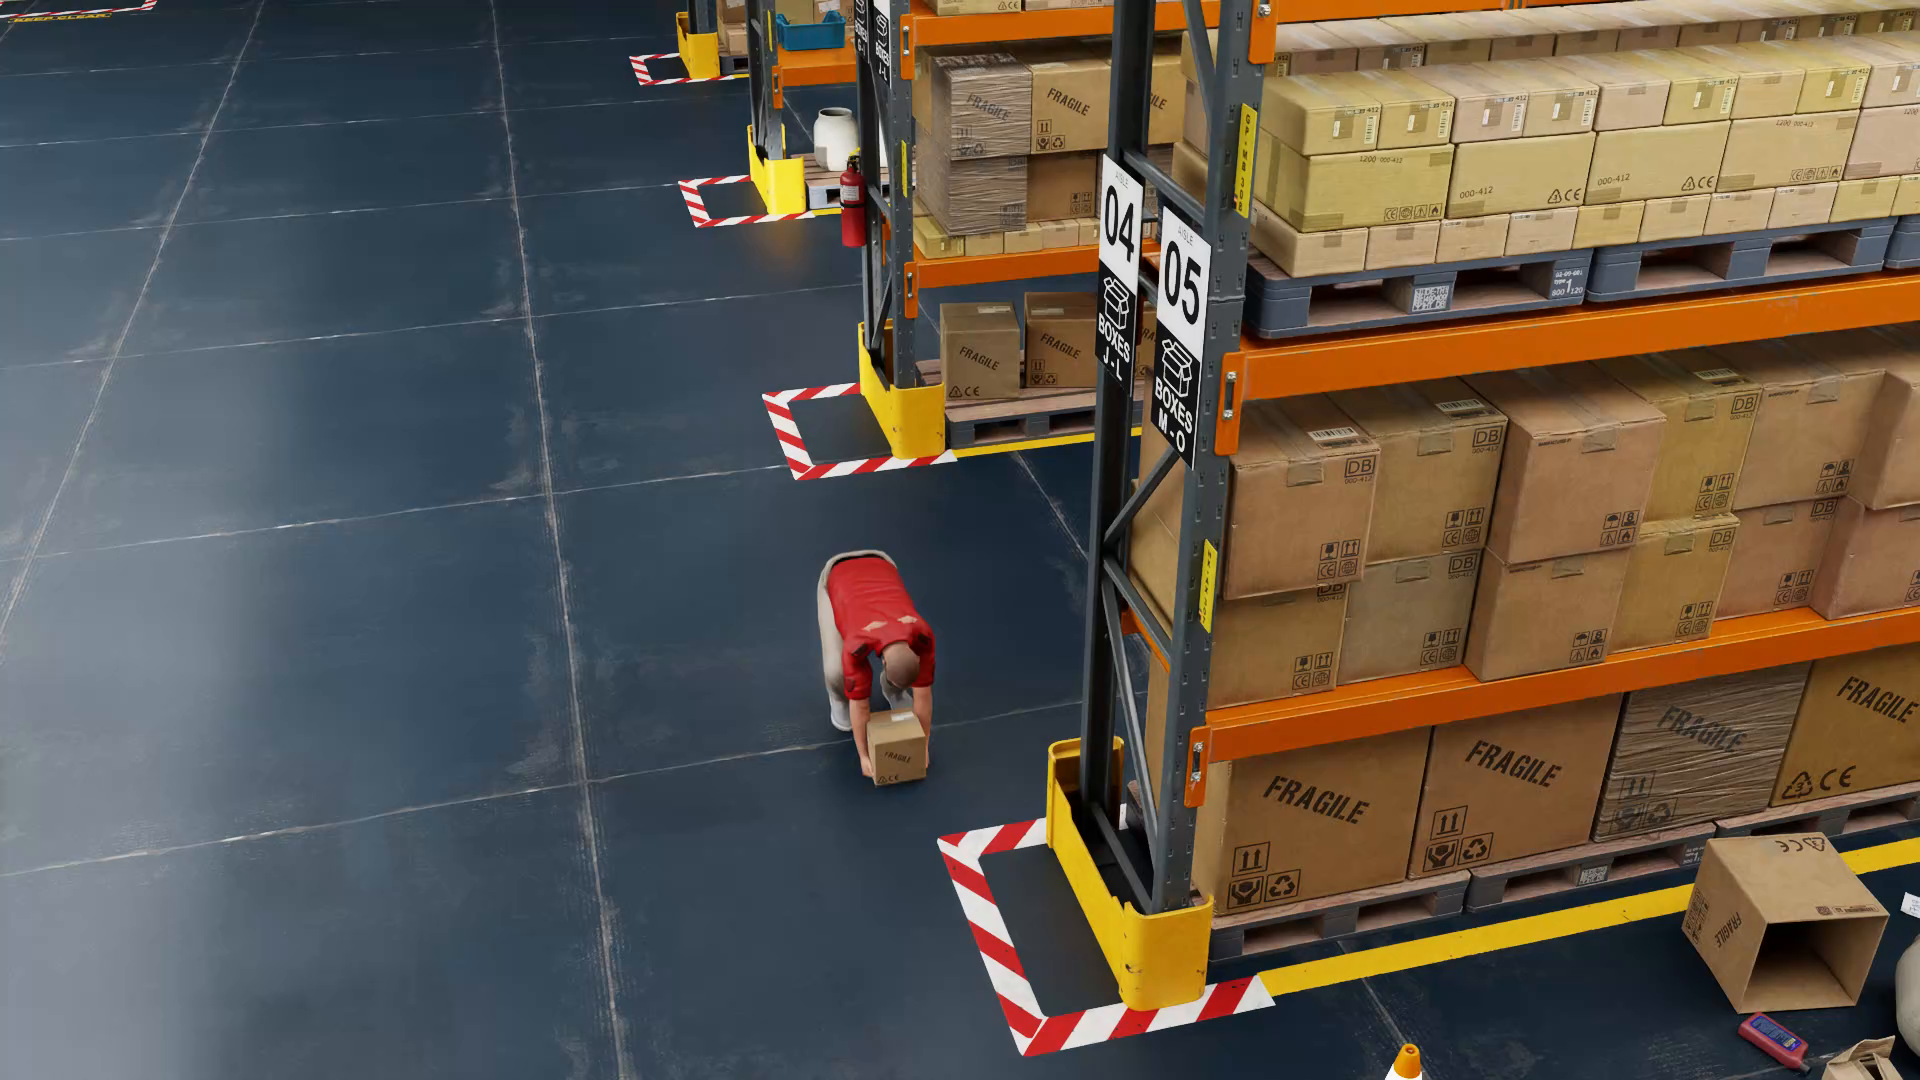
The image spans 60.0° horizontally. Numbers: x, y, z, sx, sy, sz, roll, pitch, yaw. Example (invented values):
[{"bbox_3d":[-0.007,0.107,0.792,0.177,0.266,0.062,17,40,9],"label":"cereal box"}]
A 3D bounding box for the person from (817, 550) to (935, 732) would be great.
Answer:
[{"bbox_3d":[-0.423,0.538,8.189,0.544,0.867,0.782,-9,31,-15],"label":"person"}]
